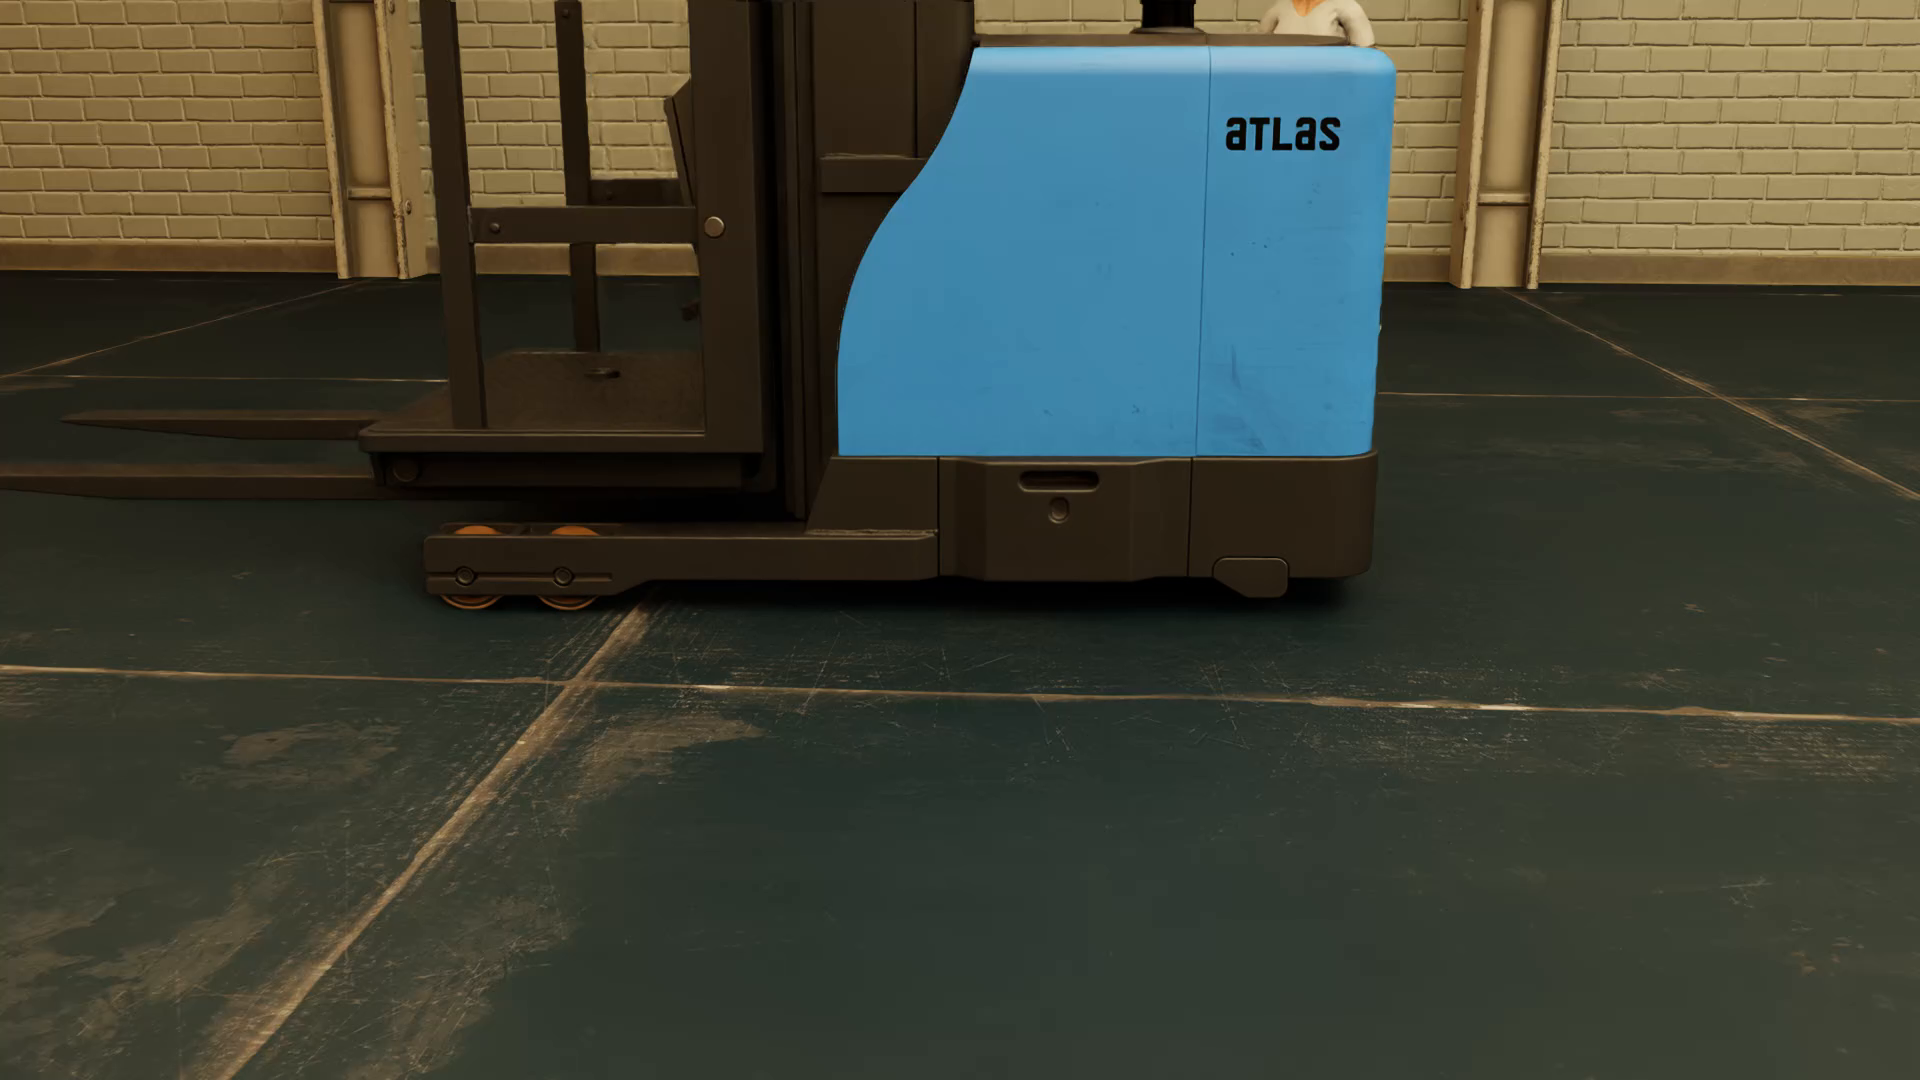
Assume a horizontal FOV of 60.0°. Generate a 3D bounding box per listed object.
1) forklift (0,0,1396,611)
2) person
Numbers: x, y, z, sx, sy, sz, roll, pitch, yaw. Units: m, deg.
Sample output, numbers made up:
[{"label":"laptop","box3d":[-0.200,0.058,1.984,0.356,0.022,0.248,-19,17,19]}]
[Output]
[{"label":"forklift","box3d":[-0.681,-1.413,3.424,3.031,2.935,1.130,0,15,1]},{"label":"person","box3d":[1.512,-1.736,7.077,0.738,1.644,0.367,8,17,27]}]
